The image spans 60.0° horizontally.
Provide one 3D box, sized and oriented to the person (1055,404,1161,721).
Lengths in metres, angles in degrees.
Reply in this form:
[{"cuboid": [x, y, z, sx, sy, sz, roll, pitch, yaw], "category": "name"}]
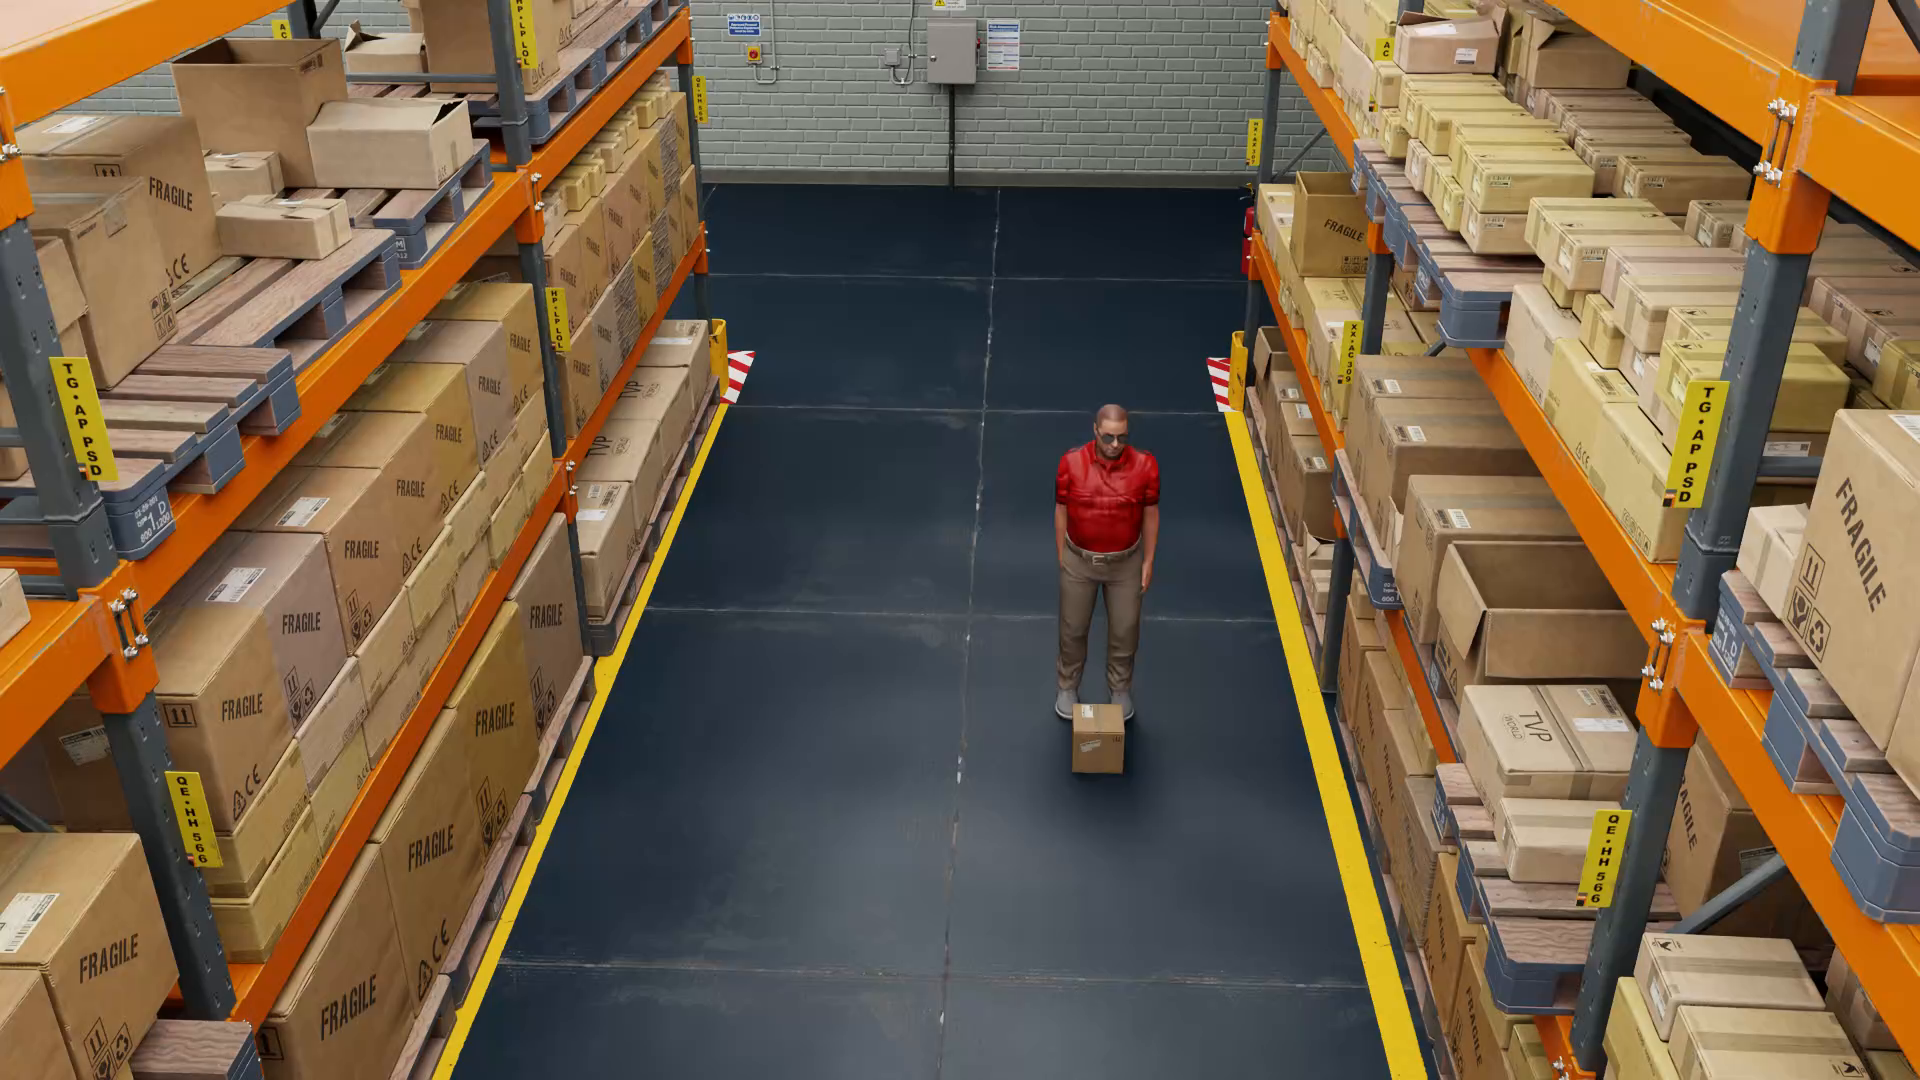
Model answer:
[{"cuboid": [0.735, 0.122, 8.418, 0.528, 1.721, 0.360, 2, 28, 3], "category": "person"}]
